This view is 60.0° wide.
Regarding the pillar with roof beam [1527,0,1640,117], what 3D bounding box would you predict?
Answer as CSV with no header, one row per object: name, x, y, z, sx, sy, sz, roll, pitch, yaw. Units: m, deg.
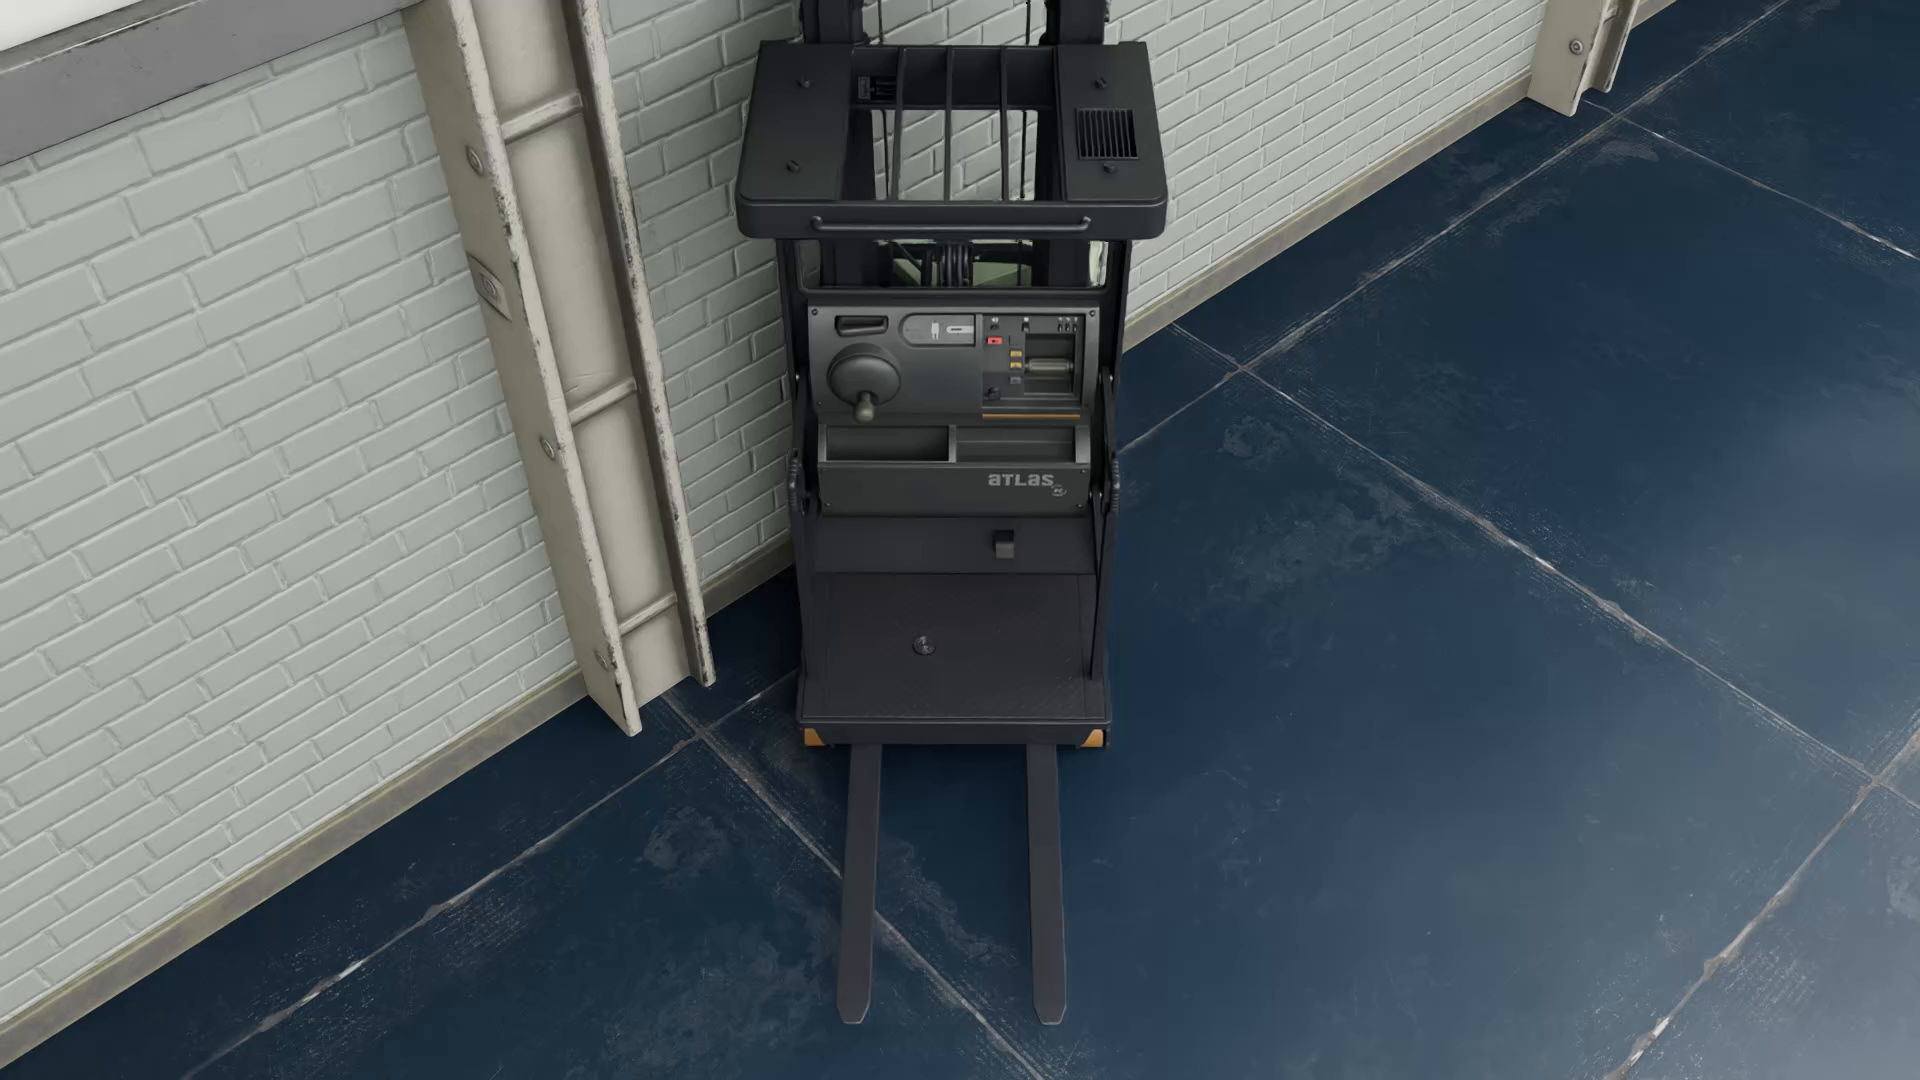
pillar with roof beam,6.172,-3.136,3.521,0.400,9.000,9.100,-34,56,-27

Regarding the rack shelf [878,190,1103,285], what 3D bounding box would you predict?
rack shelf,0.088,-0.947,6.011,0.720,0.370,0.431,-22,50,-24

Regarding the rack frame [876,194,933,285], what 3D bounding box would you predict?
rack frame,-0.241,-0.542,6.133,0.023,1.500,0.400,-22,50,-24

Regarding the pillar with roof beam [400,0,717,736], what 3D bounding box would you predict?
pillar with roof beam,1.733,-0.170,0.784,0.400,9.000,9.100,-34,56,-27

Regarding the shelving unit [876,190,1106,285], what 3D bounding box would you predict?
shelving unit,0.069,-0.667,6.283,0.755,1.500,0.431,-22,50,-24

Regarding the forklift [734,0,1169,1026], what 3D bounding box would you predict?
forklift,-0.019,-0.476,5.195,1.130,2.935,3.031,0,47,0

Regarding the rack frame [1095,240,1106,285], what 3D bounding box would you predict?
rack frame,0.379,-0.792,6.433,0.023,1.500,0.400,-22,50,-24
